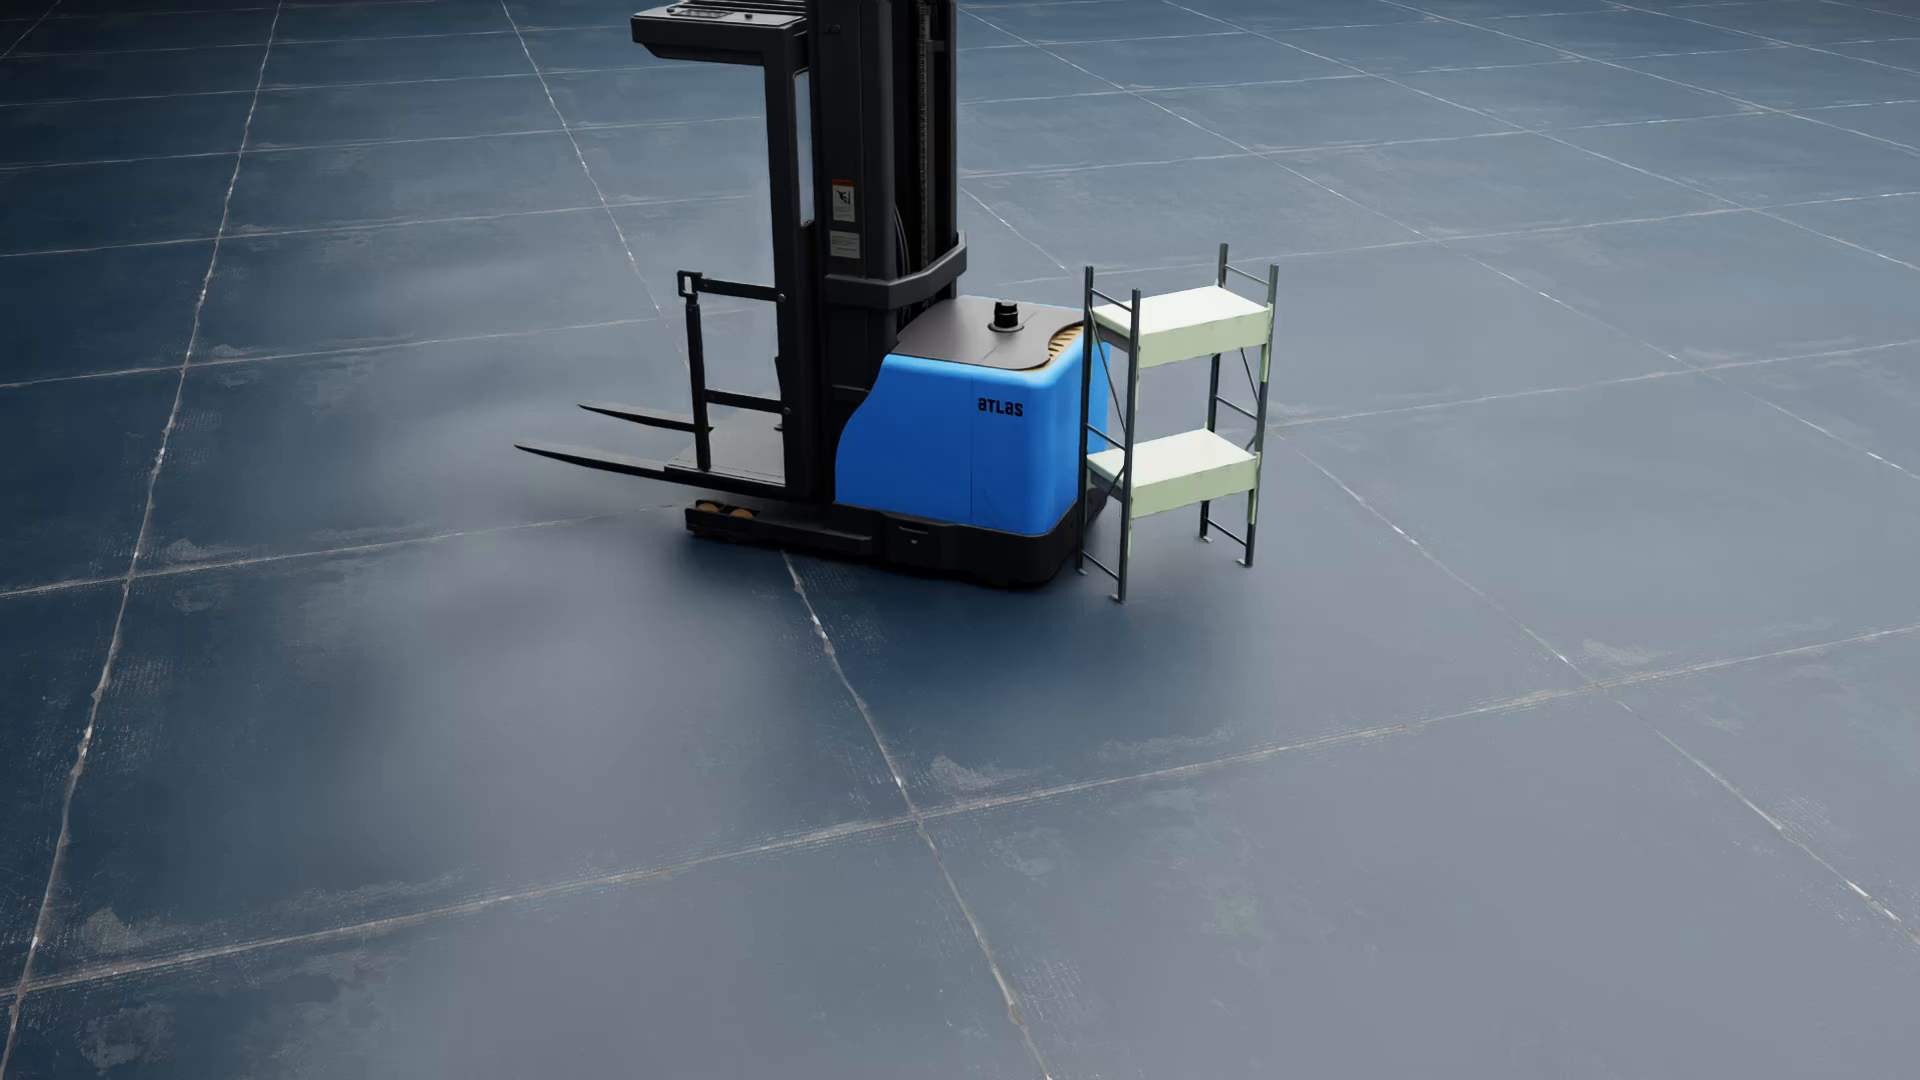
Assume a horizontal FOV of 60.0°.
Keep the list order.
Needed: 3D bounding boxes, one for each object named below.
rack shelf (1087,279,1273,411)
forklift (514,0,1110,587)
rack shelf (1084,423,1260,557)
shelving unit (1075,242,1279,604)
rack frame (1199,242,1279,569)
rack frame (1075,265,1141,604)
[{"bbox_3d":[0.977,-0.885,7.469,0.720,0.370,0.431,-14,30,-26],"label":"rack shelf"},{"bbox_3d":[-0.823,-1.501,7.977,3.031,2.935,1.130,10,28,19],"label":"forklift"},{"bbox_3d":[0.977,-0.244,7.787,0.720,0.370,0.431,-14,30,-26],"label":"rack shelf"},{"bbox_3d":[0.977,-0.536,7.642,0.755,1.500,0.431,-14,30,-26],"label":"shelving unit"},{"bbox_3d":[1.298,-0.614,7.801,0.023,1.500,0.400,-14,30,-26],"label":"rack frame"},{"bbox_3d":[0.657,-0.457,7.484,0.023,1.500,0.400,-14,30,-26],"label":"rack frame"}]
